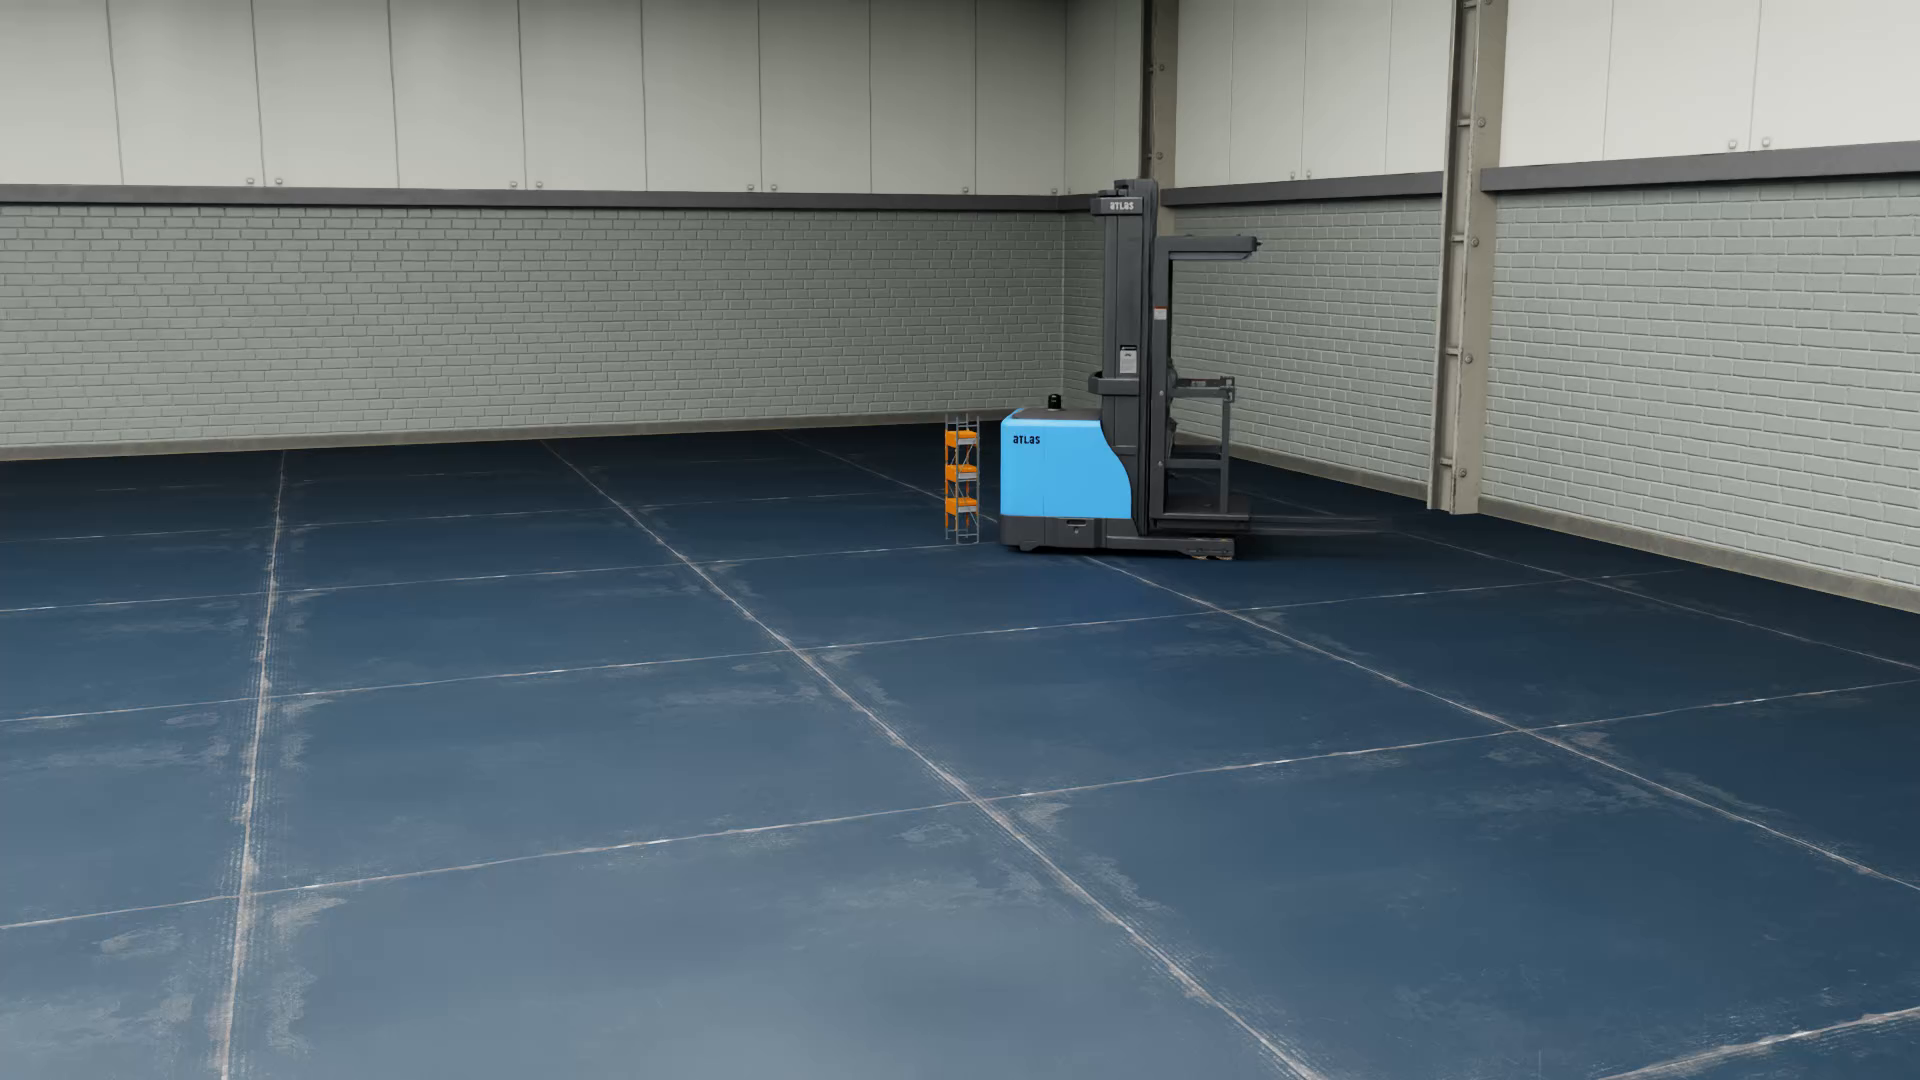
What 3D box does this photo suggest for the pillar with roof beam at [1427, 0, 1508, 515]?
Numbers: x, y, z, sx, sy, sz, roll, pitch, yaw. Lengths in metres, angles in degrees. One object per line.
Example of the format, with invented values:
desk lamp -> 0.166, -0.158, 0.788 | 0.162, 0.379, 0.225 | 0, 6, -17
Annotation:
pillar with roof beam -> 0.574, -4.431, 13.137 | 9.100, 9.000, 0.400 | -4, 11, -21

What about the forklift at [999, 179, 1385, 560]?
forklift -> 1.874, -1.383, 13.324 | 3.031, 2.935, 1.130 | 2, 10, 9

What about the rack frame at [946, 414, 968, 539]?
rack frame -> -0.025, -0.528, 13.891 | 0.200, 1.050, 0.008 | -4, 11, -21

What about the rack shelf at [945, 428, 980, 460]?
rack shelf -> 0.019, -0.777, 13.731 | 0.215, 0.259, 0.240 | -4, 11, -21

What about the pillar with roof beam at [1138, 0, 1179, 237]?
pillar with roof beam -> -1.600, -5.411, 18.643 | 9.100, 9.000, 0.400 | -4, 11, -21

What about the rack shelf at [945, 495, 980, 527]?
rack shelf -> 0.019, -0.224, 13.830 | 0.215, 0.259, 0.240 | -4, 11, -21

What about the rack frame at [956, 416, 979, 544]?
rack frame -> 0.064, -0.488, 13.667 | 0.200, 1.050, 0.008 | -4, 11, -21

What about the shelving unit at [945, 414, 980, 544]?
shelving unit -> 0.019, -0.508, 13.779 | 0.215, 1.050, 0.252 | -4, 11, -21

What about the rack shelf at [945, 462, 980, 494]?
rack shelf -> 0.019, -0.498, 13.781 | 0.215, 0.259, 0.240 | -4, 11, -21
